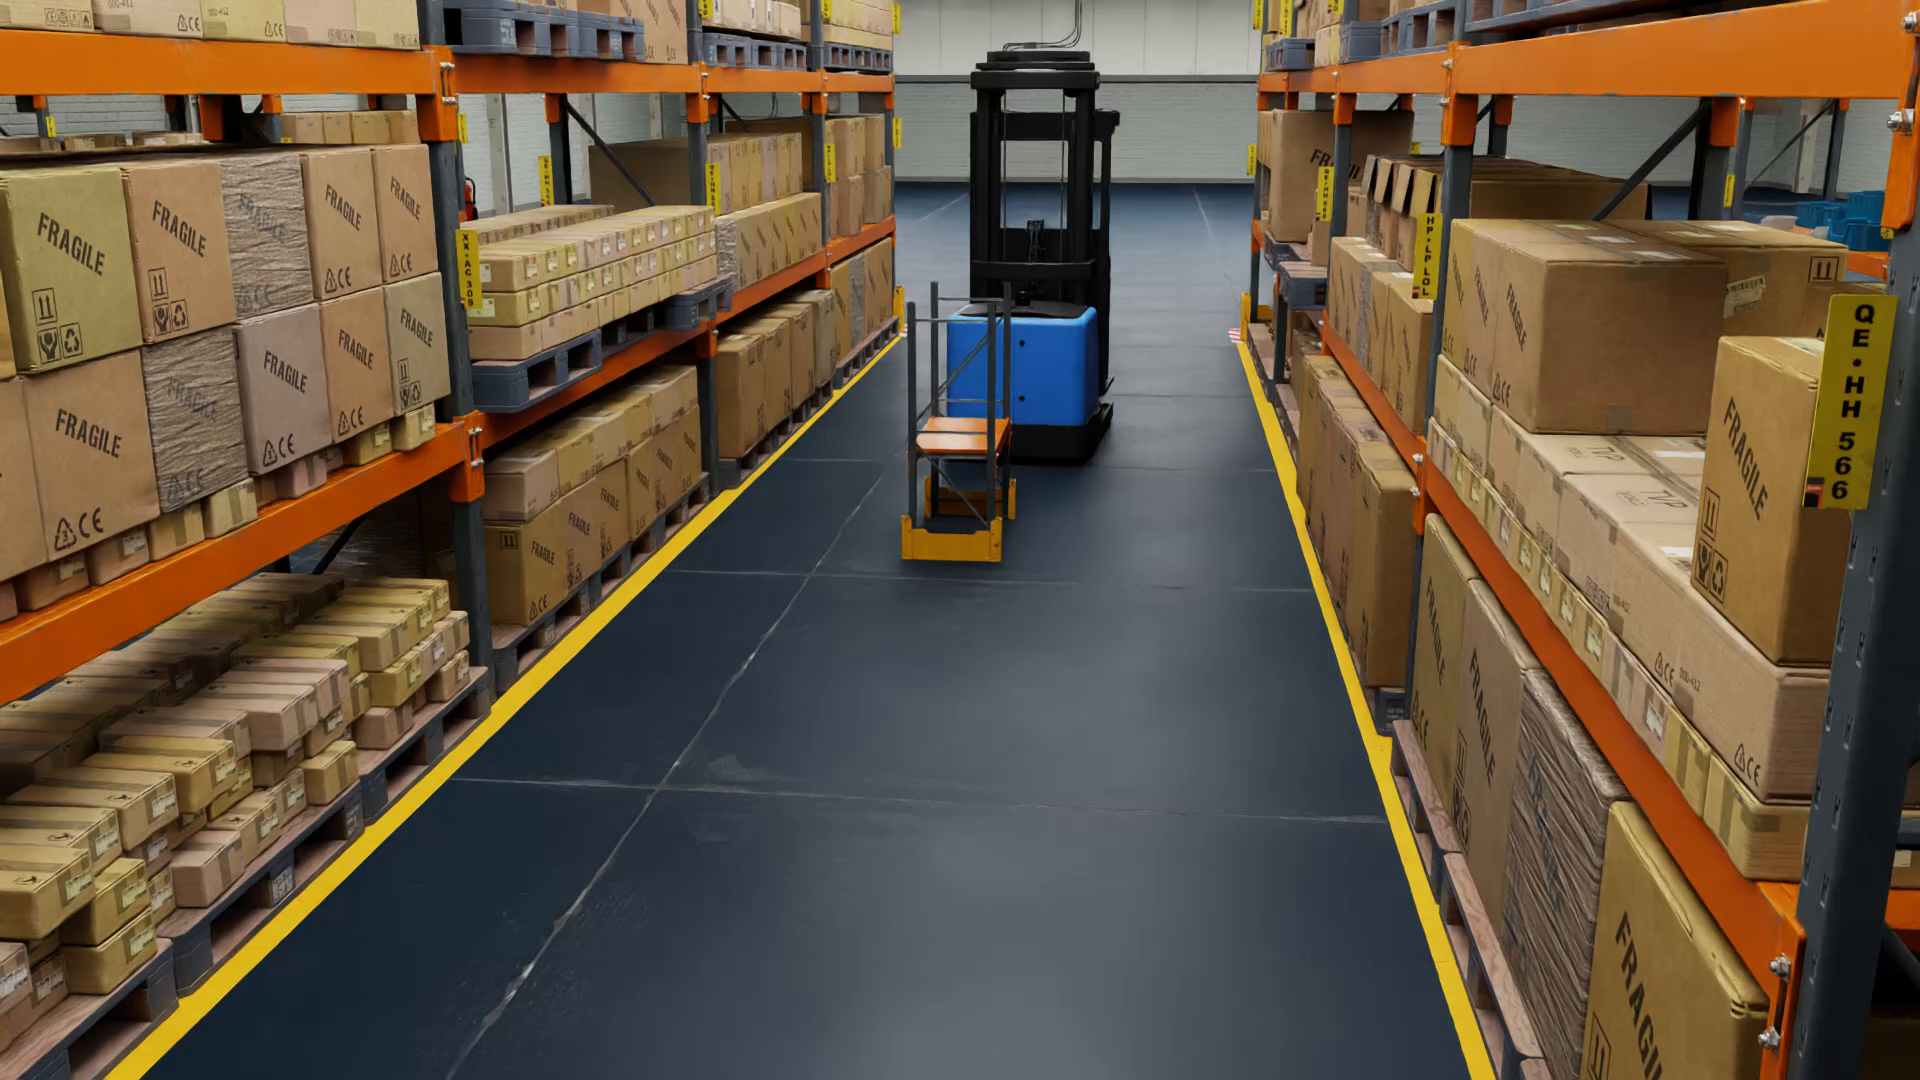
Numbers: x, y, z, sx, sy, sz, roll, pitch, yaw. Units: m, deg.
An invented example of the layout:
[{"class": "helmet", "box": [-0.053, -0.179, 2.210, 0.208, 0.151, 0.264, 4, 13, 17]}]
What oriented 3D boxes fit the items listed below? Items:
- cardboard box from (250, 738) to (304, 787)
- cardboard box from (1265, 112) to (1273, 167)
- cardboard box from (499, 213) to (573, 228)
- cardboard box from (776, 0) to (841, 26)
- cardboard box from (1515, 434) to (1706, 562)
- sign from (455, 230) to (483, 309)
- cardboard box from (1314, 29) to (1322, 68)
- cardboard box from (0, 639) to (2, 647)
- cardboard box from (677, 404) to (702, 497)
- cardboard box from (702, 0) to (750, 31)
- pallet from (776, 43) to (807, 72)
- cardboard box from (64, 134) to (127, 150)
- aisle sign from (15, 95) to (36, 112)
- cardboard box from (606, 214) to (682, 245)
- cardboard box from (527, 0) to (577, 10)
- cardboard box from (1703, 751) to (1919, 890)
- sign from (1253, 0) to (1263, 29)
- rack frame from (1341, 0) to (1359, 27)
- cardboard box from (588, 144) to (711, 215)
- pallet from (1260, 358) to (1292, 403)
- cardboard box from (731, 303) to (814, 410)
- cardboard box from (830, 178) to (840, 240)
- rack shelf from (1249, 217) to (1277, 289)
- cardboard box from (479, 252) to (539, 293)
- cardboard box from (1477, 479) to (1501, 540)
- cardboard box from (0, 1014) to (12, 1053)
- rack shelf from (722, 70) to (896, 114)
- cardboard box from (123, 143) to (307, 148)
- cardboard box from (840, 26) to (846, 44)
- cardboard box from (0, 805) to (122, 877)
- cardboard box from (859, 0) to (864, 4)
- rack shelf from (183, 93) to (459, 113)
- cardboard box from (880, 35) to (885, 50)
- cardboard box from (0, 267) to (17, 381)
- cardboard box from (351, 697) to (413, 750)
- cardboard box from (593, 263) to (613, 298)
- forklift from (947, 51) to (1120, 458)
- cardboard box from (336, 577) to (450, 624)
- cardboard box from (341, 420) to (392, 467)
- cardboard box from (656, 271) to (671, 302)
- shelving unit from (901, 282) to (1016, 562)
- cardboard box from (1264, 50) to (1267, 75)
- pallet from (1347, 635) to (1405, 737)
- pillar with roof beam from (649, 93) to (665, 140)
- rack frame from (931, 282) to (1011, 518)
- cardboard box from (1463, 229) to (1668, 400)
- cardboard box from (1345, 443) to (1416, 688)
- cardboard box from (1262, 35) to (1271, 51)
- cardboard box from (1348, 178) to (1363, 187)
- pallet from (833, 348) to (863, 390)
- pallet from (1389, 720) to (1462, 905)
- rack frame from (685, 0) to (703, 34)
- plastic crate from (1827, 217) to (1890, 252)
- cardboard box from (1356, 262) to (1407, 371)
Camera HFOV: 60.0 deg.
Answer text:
[{"class": "cardboard box", "box": [-2.522, 0.737, 5.776, 0.380, 0.149, 0.250, 1, 15, 4]}, {"class": "cardboard box", "box": [3.183, -3.813, 15.839, 0.500, 0.500, 0.500, 2, 15, 6]}, {"class": "cardboard box", "box": [-2.470, -1.812, 9.653, 0.380, 0.149, 0.250, 1, 15, 4]}, {"class": "cardboard box", "box": [-1.350, -4.686, 14.718, 0.500, 0.250, 0.500, 2, 15, 7]}, {"class": "cardboard box", "box": [1.840, -0.116, 4.561, 0.500, 0.250, 0.500, 2, 15, 6]}, {"class": "sign", "box": [-2.046, -1.126, 6.920, 0.100, 0.325, 0.005, 2, 15, 6]}, {"class": "cardboard box", "box": [2.694, -3.352, 11.354, 0.500, 0.250, 0.500, 2, 15, 8]}, {"class": "cardboard box", "box": [-2.604, 0.227, 4.057, 0.380, 0.149, 0.250, 1, 15, 5]}, {"class": "cardboard box", "box": [-1.950, -0.577, 10.534, 0.500, 0.500, 0.500, 2, 15, 6]}, {"class": "cardboard box", "box": [-1.778, -3.697, 11.633, 0.500, 0.250, 0.500, 2, 15, 8]}, {"class": "pallet", "box": [-1.738, -3.913, 13.507, 0.805, 0.209, 1.217, 1, 15, 4]}, {"class": "cardboard box", "box": [-7.038, -3.228, 13.544, 0.380, 0.149, 0.250, 3, 15, 9]}, {"class": "aisle sign", "box": [-10.795, -5.362, 19.266, 0.394, 0.787, 0.004, 2, 15, 6]}, {"class": "cardboard box", "box": [-1.821, -1.785, 9.554, 0.380, 0.149, 0.250, 2, 15, 8]}, {"class": "cardboard box", "box": [-2.282, -2.819, 8.093, 0.797, 0.503, 0.637, 1, 15, 6]}, {"class": "cardboard box", "box": [1.592, 0.507, 3.022, 0.380, 0.149, 0.250, 2, 15, 7]}, {"class": "sign", "box": [3.145, -5.548, 17.511, 0.100, 0.325, 0.005, 2, 15, 6]}, {"class": "rack frame", "box": [2.782, -4.483, 9.502, 1.000, 3.000, 0.127, 2, 15, 6]}, {"class": "cardboard box", "box": [-2.074, -2.406, 11.208, 0.700, 0.500, 0.500, 2, 15, 6]}, {"class": "pallet", "box": [3.274, -1.454, 15.133, 1.003, 0.211, 1.213, 2, 15, 6]}, {"class": "cardboard box", "box": [-1.777, -1.500, 13.467, 1.050, 0.750, 0.750, 2, 15, 6]}, {"class": "cardboard box", "box": [-1.614, -3.109, 15.624, 0.875, 0.550, 0.550, 2, 15, 6]}, {"class": "rack shelf", "box": [3.459, -2.796, 16.134, 1.077, 0.370, 4.000, 2, 15, 6]}, {"class": "cardboard box", "box": [-2.085, -1.179, 7.313, 0.380, 0.149, 0.250, 2, 15, 9]}, {"class": "cardboard box", "box": [1.851, -0.090, 5.231, 0.380, 0.149, 0.250, 1, 15, 5]}, {"class": "cardboard box", "box": [-2.712, 1.292, 4.294, 0.380, 0.149, 0.250, 2, 15, 6]}, {"class": "rack shelf", "box": [-1.458, -4.416, 16.379, 1.077, 0.370, 4.000, 2, 15, 6]}, {"class": "cardboard box", "box": [-2.879, -1.287, 6.497, 0.500, 0.500, 0.500, 2, 15, 8]}, {"class": "cardboard box", "box": [-1.248, -4.591, 15.132, 0.380, 0.149, 0.250, 2, 15, 6]}, {"class": "cardboard box", "box": [-2.628, 0.873, 4.706, 0.380, 0.149, 0.250, 1, 15, 4]}, {"class": "cardboard box", "box": [-1.133, -5.238, 15.999, 0.380, 0.149, 0.250, 2, 15, 6]}, {"class": "rack shelf", "box": [-6.388, -4.536, 16.822, 1.077, 0.370, 4.000, 2, 15, 6]}, {"class": "cardboard box", "box": [-0.991, -5.184, 17.325, 0.380, 0.149, 0.250, 2, 15, 7]}, {"class": "cardboard box", "box": [-2.673, -0.599, 3.953, 0.500, 0.500, 0.500, 2, 15, 8]}, {"class": "cardboard box", "box": [-2.370, 0.699, 6.489, 0.380, 0.149, 0.250, 1, 15, 4]}, {"class": "cardboard box", "box": [-1.972, -1.307, 8.357, 0.380, 0.149, 0.250, 2, 15, 9]}, {"class": "forklift", "box": [0.665, -2.349, 13.234, 1.130, 2.935, 3.031, 3, 15, 10]}, {"class": "cardboard box", "box": [-2.368, 0.264, 6.955, 0.380, 0.149, 0.250, 2, 15, 8]}, {"class": "cardboard box", "box": [-2.396, -0.382, 6.310, 0.380, 0.149, 0.250, 2, 15, 8]}, {"class": "cardboard box", "box": [-1.853, -1.434, 9.395, 0.380, 0.149, 0.250, 1, 15, 4]}, {"class": "shelving unit", "box": [0.009, -0.744, 10.039, 0.587, 1.500, 1.083, 2, 15, 6]}, {"class": "cardboard box", "box": [3.321, -4.786, 16.657, 0.500, 0.250, 0.500, 1, 15, 5]}, {"class": "pallet", "box": [2.343, 0.594, 7.560, 1.003, 0.211, 1.213, 2, 15, 6]}, {"class": "pillar with roof beam", "box": [-4.406, -14.495, 46.528, 9.100, 9.000, 0.400, 2, 15, 6]}, {"class": "rack frame", "box": [0.067, -0.878, 10.536, 0.500, 1.500, 0.032, 2, 15, 6]}, {"class": "cardboard box", "box": [1.959, -0.739, 5.428, 0.500, 0.500, 0.500, 2, 15, 6]}, {"class": "cardboard box", "box": [2.383, 0.107, 7.287, 1.225, 0.875, 0.875, 2, 15, 6]}, {"class": "cardboard box", "box": [3.298, -5.101, 17.057, 0.380, 0.149, 0.250, 2, 15, 7]}, {"class": "cardboard box", "box": [3.129, -2.425, 12.380, 0.797, 0.503, 0.637, 3, 15, 12]}, {"class": "pallet", "box": [-1.520, -1.646, 15.843, 1.003, 0.211, 1.213, 2, 15, 6]}, {"class": "pallet", "box": [2.167, 0.991, 6.091, 1.003, 0.211, 1.213, 2, 15, 6]}, {"class": "rack frame", "box": [-2.135, -4.655, 10.139, 1.000, 3.000, 0.127, 2, 15, 6]}, {"class": "plastic crate", "box": [8.010, -2.702, 14.692, 0.499, 0.251, 0.616, 2, 15, 6]}, {"class": "cardboard box", "box": [2.288, -1.121, 8.369, 0.500, 0.500, 0.500, 2, 15, 6]}]
